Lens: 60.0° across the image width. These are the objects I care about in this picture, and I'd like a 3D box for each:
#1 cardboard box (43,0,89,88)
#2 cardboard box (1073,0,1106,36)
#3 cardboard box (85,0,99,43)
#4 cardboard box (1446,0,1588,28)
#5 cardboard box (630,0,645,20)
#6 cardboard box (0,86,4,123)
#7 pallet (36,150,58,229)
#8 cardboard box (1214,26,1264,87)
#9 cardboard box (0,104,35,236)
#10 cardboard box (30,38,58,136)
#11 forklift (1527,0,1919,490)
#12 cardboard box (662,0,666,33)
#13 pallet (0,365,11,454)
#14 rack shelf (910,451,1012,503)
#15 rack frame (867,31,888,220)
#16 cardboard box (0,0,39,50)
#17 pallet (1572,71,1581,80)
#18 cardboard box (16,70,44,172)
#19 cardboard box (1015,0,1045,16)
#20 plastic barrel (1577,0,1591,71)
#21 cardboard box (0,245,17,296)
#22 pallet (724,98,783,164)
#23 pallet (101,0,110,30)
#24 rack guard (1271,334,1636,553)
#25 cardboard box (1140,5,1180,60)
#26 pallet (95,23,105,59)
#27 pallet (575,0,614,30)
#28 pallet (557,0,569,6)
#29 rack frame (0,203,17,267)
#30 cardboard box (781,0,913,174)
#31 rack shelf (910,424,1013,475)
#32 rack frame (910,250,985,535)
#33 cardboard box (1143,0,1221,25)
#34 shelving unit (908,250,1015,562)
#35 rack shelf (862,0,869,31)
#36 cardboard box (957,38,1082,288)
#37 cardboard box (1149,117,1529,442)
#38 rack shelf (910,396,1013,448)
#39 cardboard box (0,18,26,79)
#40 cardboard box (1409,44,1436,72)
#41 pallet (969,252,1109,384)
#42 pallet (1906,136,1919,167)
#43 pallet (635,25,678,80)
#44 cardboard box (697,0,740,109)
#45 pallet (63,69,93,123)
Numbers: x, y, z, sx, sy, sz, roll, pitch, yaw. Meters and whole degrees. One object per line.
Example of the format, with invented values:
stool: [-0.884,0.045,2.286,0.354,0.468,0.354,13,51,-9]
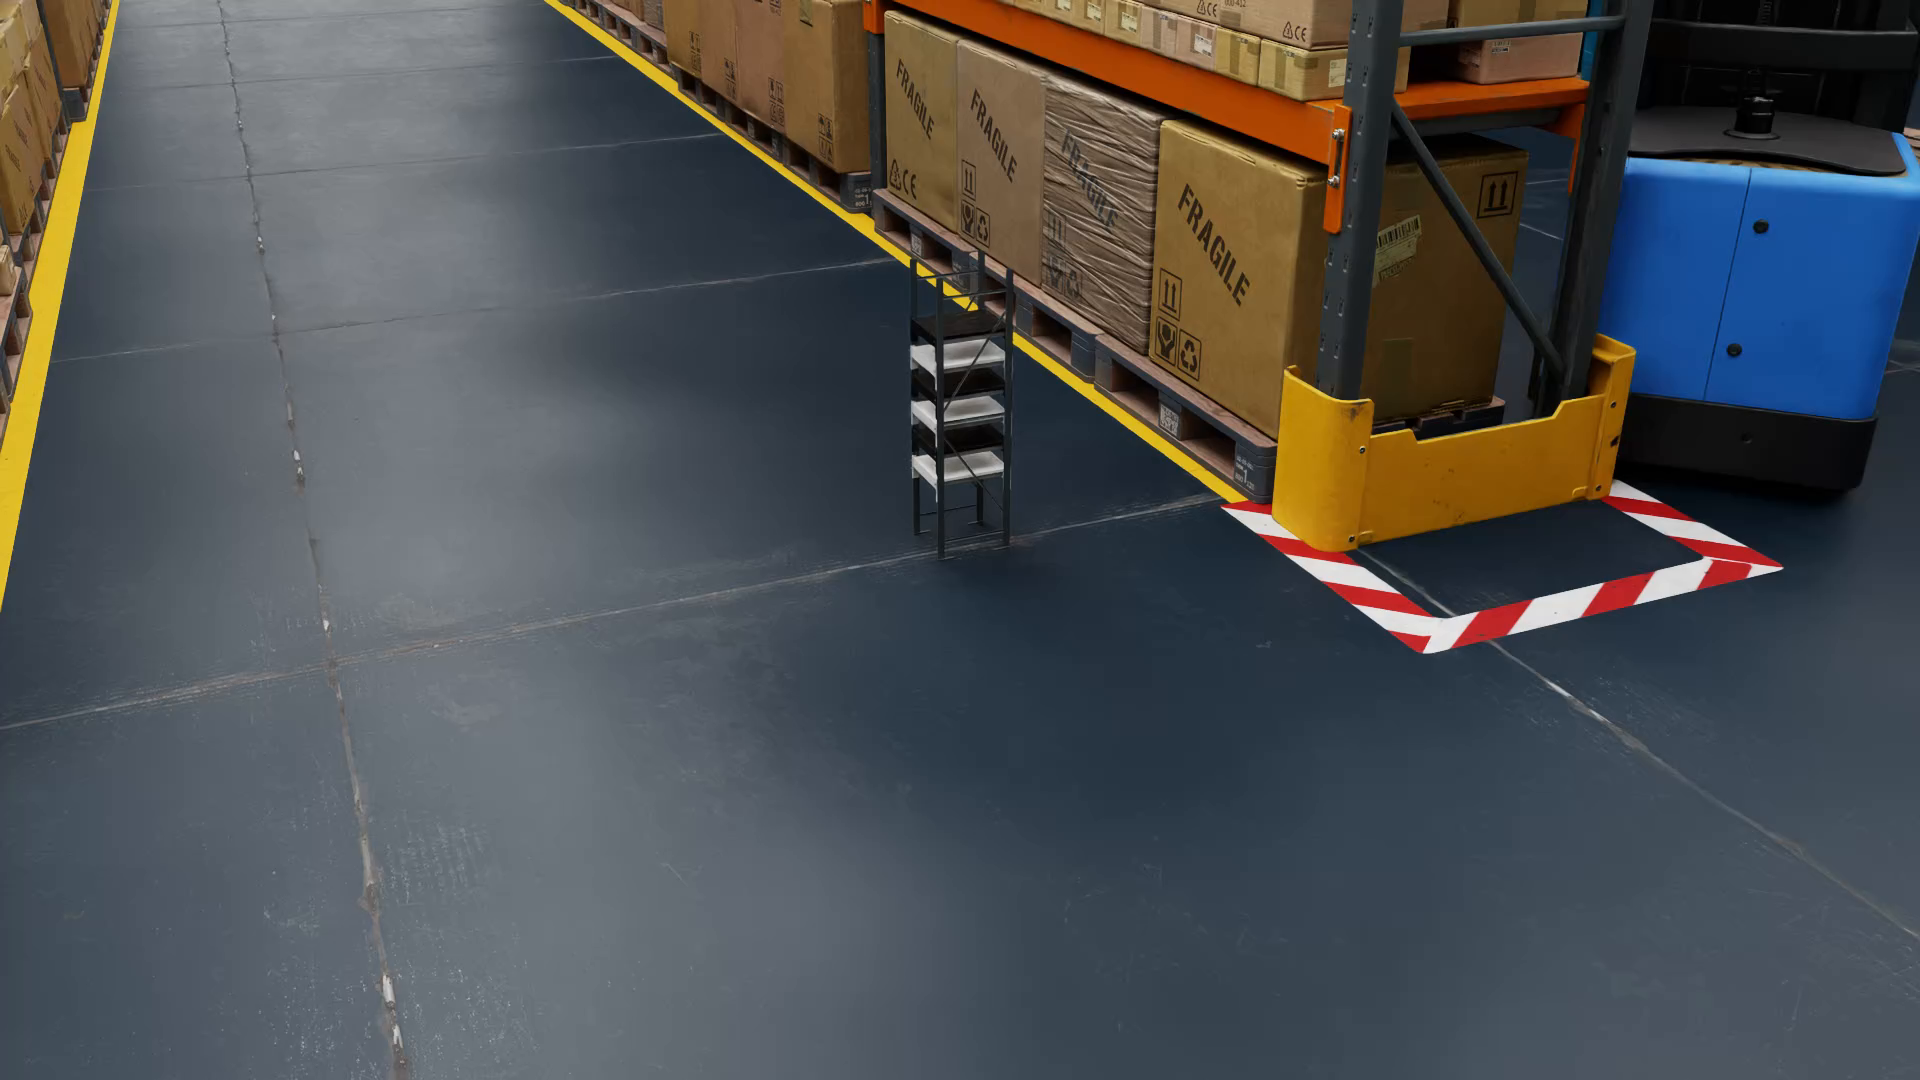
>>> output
cardboard box: [-6.305,-3.336,10.748,1.050,0.750,0.750,-11,28,-21]
cardboard box: [0.641,-1.969,6.151,0.380,0.149,0.250,-10,28,-20]
cardboard box: [-7.015,-4.064,12.240,1.050,0.750,0.750,-11,28,-21]
cardboard box: [1.648,-1.785,5.318,0.500,0.250,0.500,-11,28,-22]
cardboard box: [-2.284,-4.499,13.393,0.700,0.500,0.500,-8,27,-16]
cardboard box: [-4.629,-2.028,7.500,0.500,0.250,0.500,-12,28,-23]
pallet: [-5.370,-1.836,8.770,1.003,0.211,1.213,-11,28,-21]
cardboard box: [1.041,-1.557,5.307,0.380,0.149,0.250,-10,28,-20]
cardboard box: [-4.628,-1.691,7.665,0.500,0.500,0.500,-9,28,-19]
cardboard box: [-5.451,-2.531,9.385,0.500,0.500,0.500,-9,28,-19]
forklift: [3.008,-2.103,6.217,1.130,2.935,3.031,10,28,20]
cardboard box: [-1.826,-4.049,12.472,0.700,0.500,0.500,-12,29,-23]
pallet: [-3.805,-0.270,5.563,1.003,0.211,1.213,-11,28,-21]
rack shelf: [0.003,-0.209,5.139,0.258,0.077,0.200,-11,28,-21]
rack frame: [0.021,-3.093,8.166,1.000,3.000,0.127,-11,28,-21]
cardboard box: [-5.432,-2.866,9.216,0.500,0.250,0.500,-10,28,-20]
pallet: [4.314,-3.010,11.174,1.003,0.211,1.213,-11,28,-21]
cardboard box: [-5.054,-2.113,8.530,0.500,0.500,0.500,-10,28,-20]
cardboard box: [0.442,-2.175,6.571,0.380,0.149,0.250,-11,28,-22]
plastic barrel: [4.103,-3.698,11.319,0.600,0.901,0.708,-11,28,-21]
cardboard box: [-4.116,-1.089,6.833,0.380,0.149,0.250,-10,28,-20]
pallet: [-0.832,-2.632,10.400,1.003,0.211,1.213,-11,28,-21]
pallet: [-7.941,-4.579,14.387,1.003,0.211,1.213,-11,28,-21]
rack guard: [1.597,-0.345,5.387,1.175,0.500,0.348,-11,28,-21]
cardboard box: [0.847,-1.760,5.723,0.380,0.149,0.250,-10,28,-20]
pallet: [-7.344,-3.960,13.119,1.003,0.211,1.213,-11,28,-21]
pallet: [-2.806,-4.756,14.749,1.003,0.211,1.213,-11,28,-21]
pallet: [-3.408,-5.335,15.936,1.003,0.211,1.213,-11,28,-21]
rack frame: [-4.583,-2.282,6.504,1.000,3.000,0.127,-11,28,-21]
cardboard box: [-0.248,-2.582,9.062,1.225,0.875,0.875,-10,28,-20]
rack shelf: [0.003,-0.290,5.100,0.258,0.077,0.200,-11,28,-21]
rack frame: [-0.037,-0.442,5.130,0.240,0.900,0.006,-11,28,-21]
cardboard box: [0.955,-1.899,5.553,0.500,0.250,0.500,-11,28,-21]
shelving unit: [0.003,-0.401,5.046,0.258,0.900,0.210,-11,28,-21]
rack shelf: [-0.762,-3.577,9.978,1.077,0.370,4.000,-11,28,-21]
cardboard box: [0.558,-1.683,7.222,0.875,0.875,0.875,-11,28,-21]
cardboard box: [1.263,-0.957,5.734,0.875,0.875,0.875,-11,28,-21]
rack shelf: [0.003,-0.371,5.060,0.258,0.077,0.200,-11,28,-21]
cardboard box: [-5.035,-2.449,8.363,0.500,0.250,0.500,-9,28,-19]
cardboard box: [1.650,-1.669,5.535,0.380,0.149,0.250,-11,28,-21]
pallet: [0.728,-1.026,7.111,1.003,0.211,1.213,-11,28,-21]
pallet: [5.383,-1.908,8.916,1.003,0.211,1.213,-11,28,-21]
pallet: [-1.850,-3.771,12.732,1.003,0.211,1.213,-11,28,-21]
cardboard box: [-0.953,-3.298,10.530,1.225,0.875,0.875,-10,28,-20]
pallet: [-6.388,-2.975,11.102,1.003,0.211,1.213,-11,28,-21]
